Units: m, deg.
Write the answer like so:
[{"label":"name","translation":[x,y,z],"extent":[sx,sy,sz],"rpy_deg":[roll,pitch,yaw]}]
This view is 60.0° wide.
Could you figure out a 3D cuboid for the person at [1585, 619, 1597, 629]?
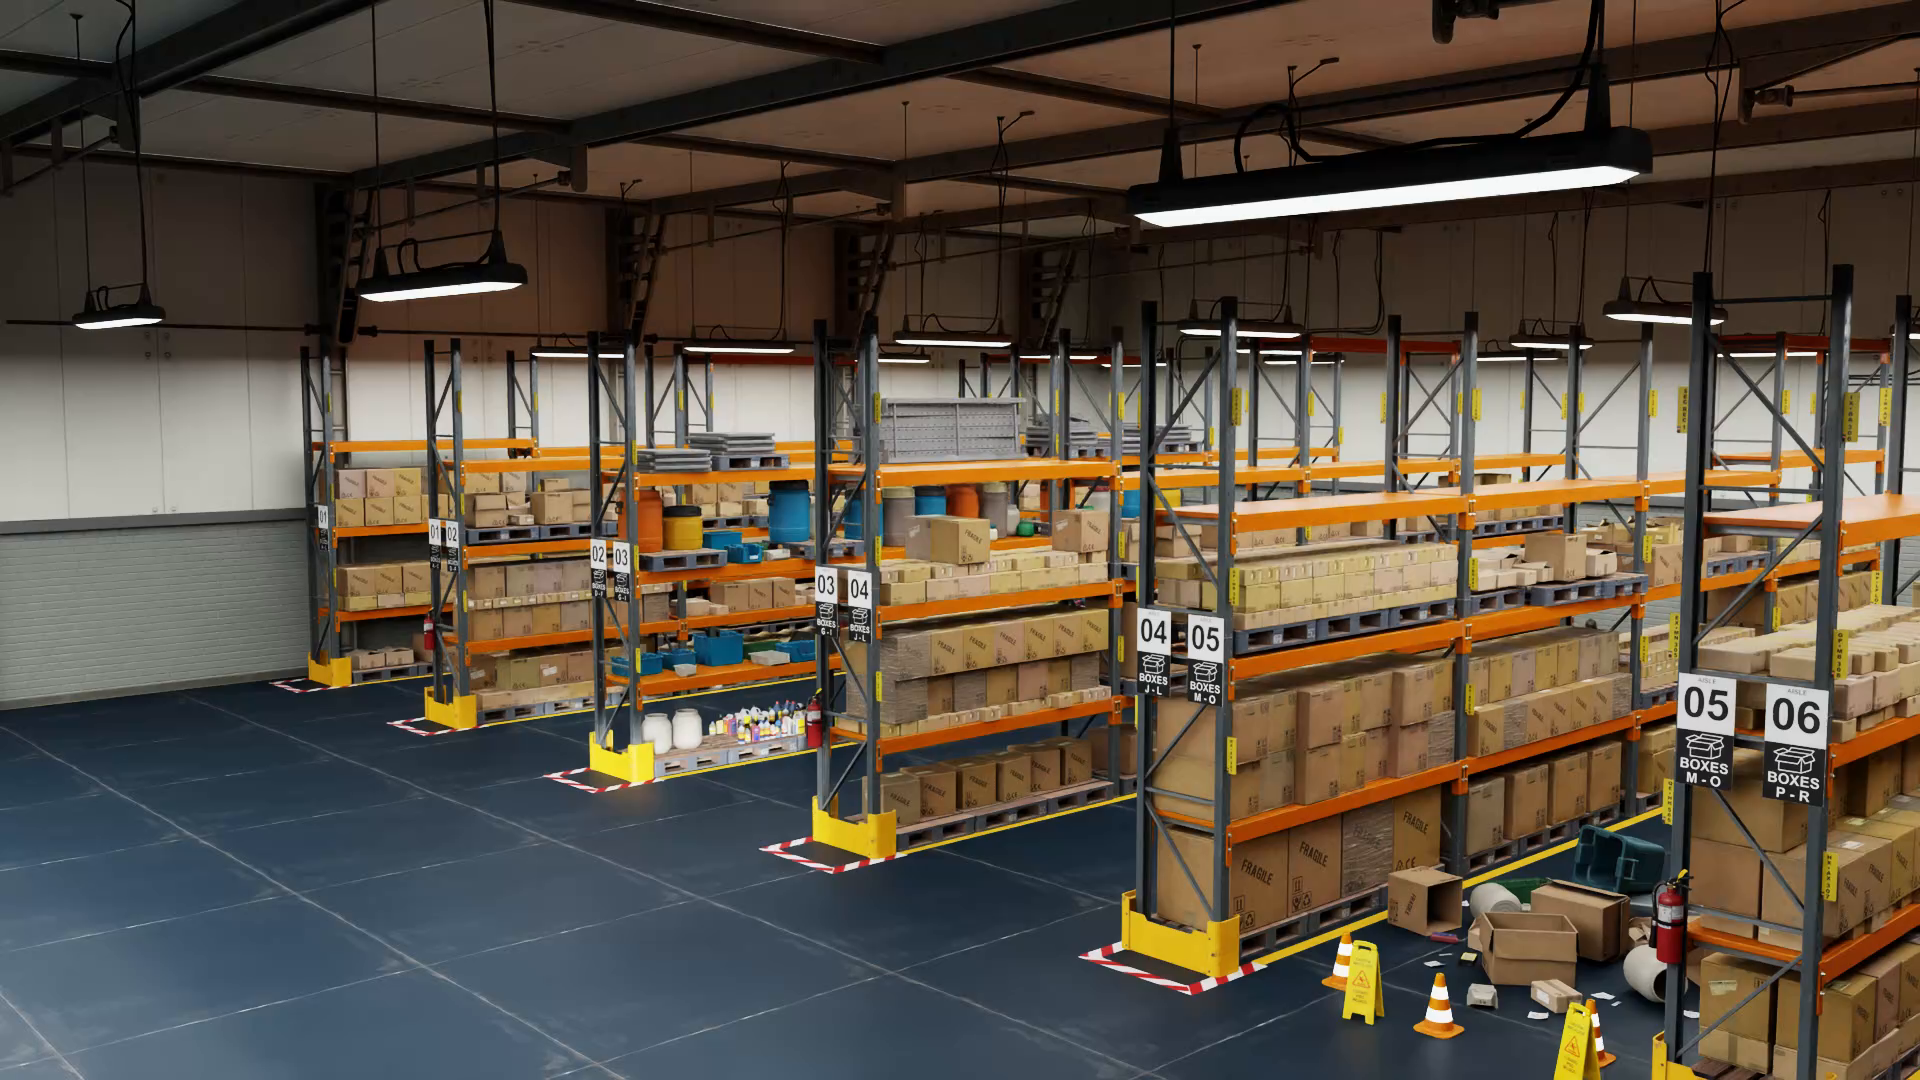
[{"label":"person","translation":[9.865,2.060,26.007],"extent":[0.496,1.642,0.556],"rpy_deg":[-3,6,-33]}]
